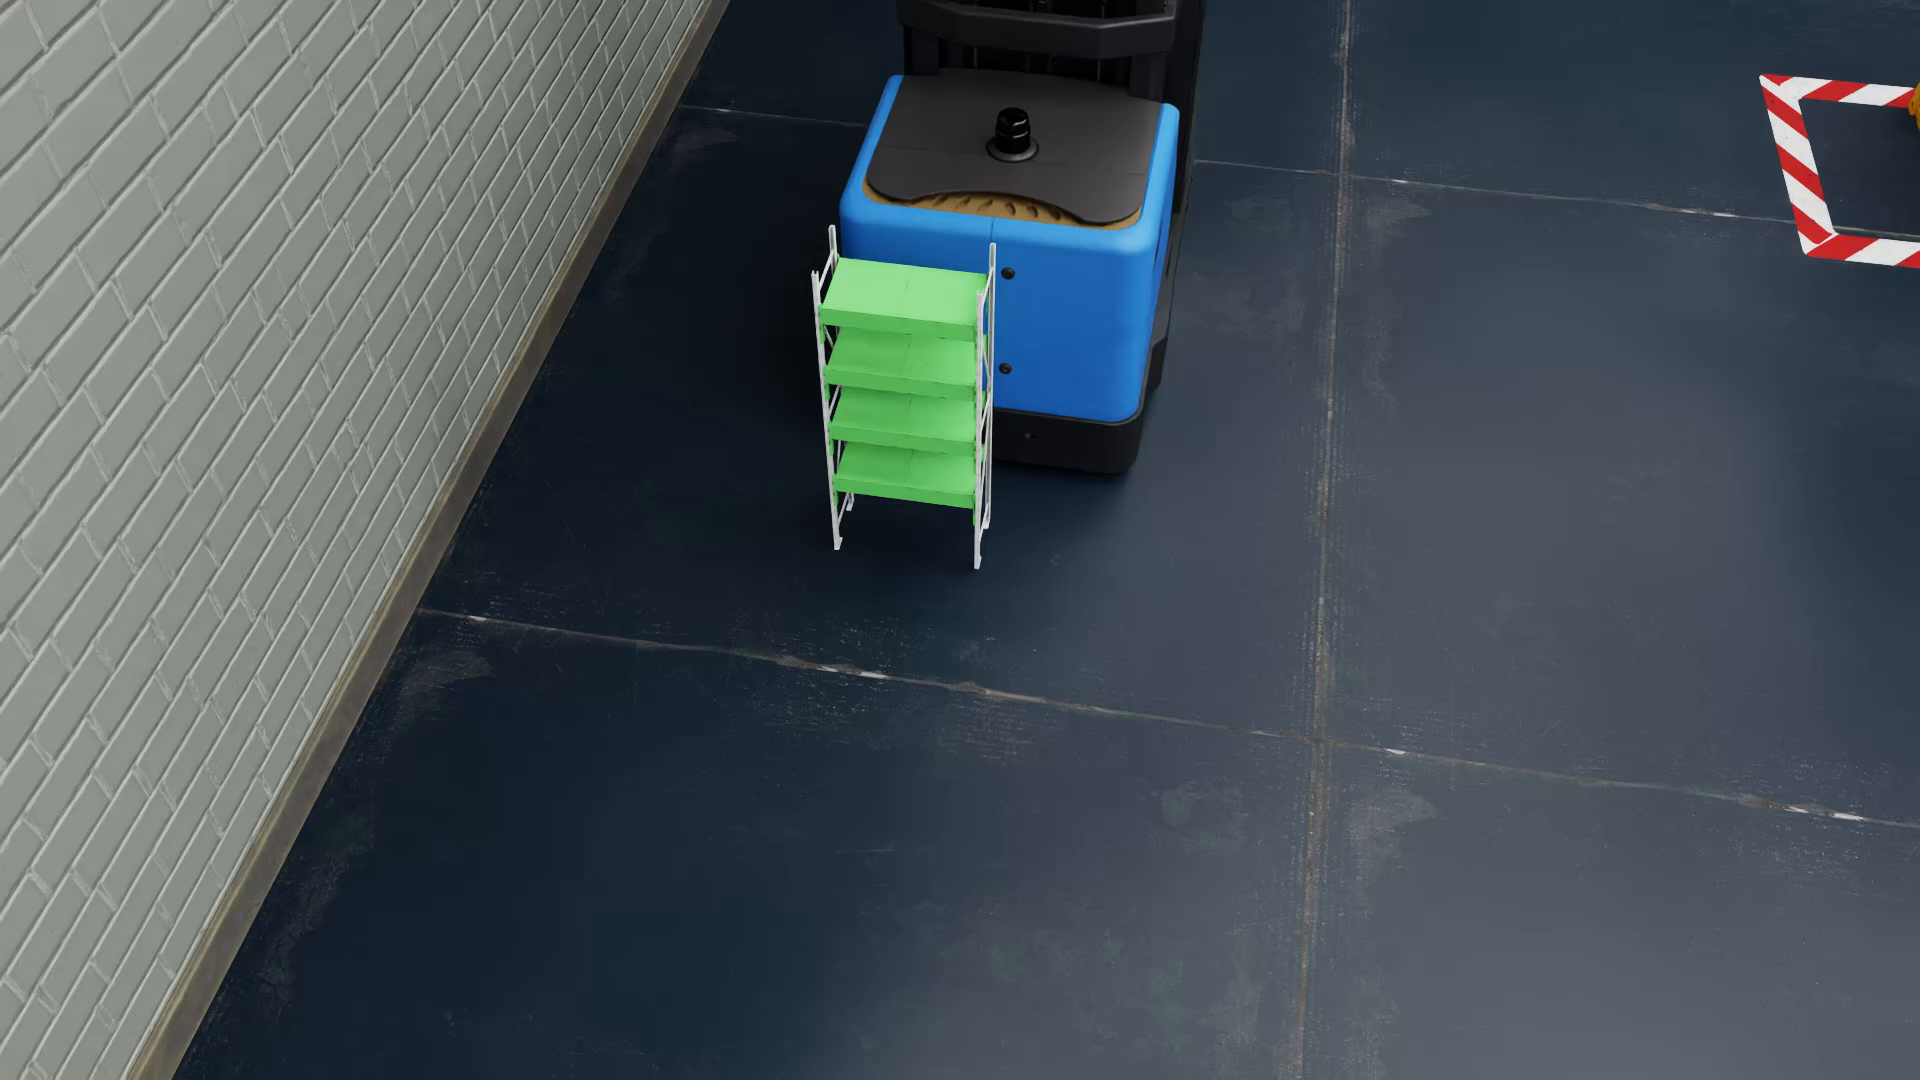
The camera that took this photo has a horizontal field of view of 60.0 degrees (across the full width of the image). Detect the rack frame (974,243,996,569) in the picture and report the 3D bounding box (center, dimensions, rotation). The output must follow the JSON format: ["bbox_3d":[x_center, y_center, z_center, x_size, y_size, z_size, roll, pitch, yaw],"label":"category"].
[{"bbox_3d":[0.077,-0.391,5.294,0.015,1.200,0.240,8,49,7],"label":"rack frame"}]

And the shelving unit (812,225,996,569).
[{"bbox_3d":[-0.163,-0.423,5.323,0.503,1.200,0.258,8,49,7],"label":"shelving unit"}]

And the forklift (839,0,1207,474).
[{"bbox_3d":[0.381,-2.331,5.874,1.130,2.935,3.031,8,49,7],"label":"forklift"}]

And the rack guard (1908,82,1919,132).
[{"bbox_3d":[4.354,-1.714,6.954,0.348,0.500,1.175,8,49,7],"label":"rack guard"}]

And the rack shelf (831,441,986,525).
[{"bbox_3d":[-0.163,-0.220,5.549,0.480,0.148,0.258,8,49,7],"label":"rack shelf"}]

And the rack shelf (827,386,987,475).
[{"bbox_3d":[-0.163,-0.380,5.371,0.480,0.148,0.258,8,49,7],"label":"rack shelf"}]

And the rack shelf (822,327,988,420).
[{"bbox_3d":[-0.163,-0.541,5.192,0.480,0.148,0.258,8,49,7],"label":"rack shelf"}]

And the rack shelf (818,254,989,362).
[{"bbox_3d":[-0.163,-0.701,5.014,0.480,0.148,0.258,8,49,7],"label":"rack shelf"}]

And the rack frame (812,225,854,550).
[{"bbox_3d":[-0.403,-0.455,5.352,0.015,1.200,0.240,8,49,7],"label":"rack frame"}]
